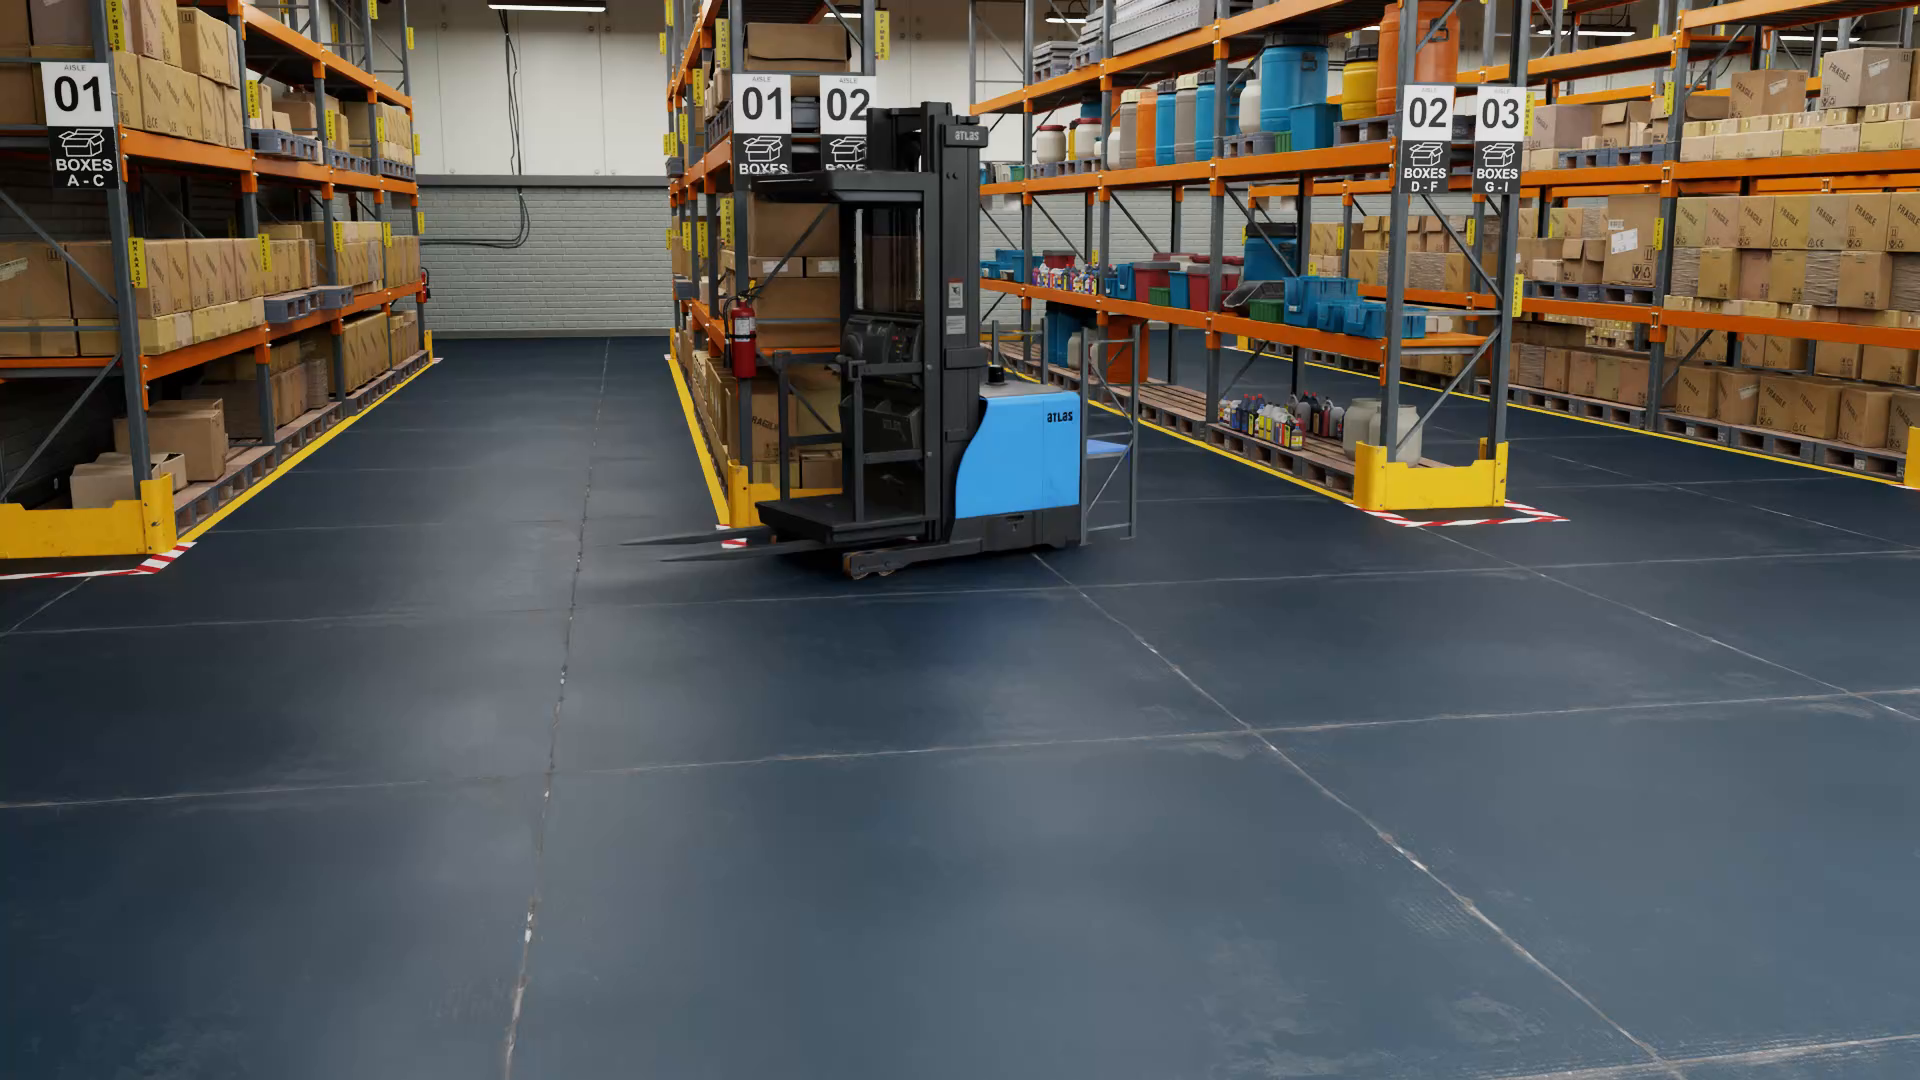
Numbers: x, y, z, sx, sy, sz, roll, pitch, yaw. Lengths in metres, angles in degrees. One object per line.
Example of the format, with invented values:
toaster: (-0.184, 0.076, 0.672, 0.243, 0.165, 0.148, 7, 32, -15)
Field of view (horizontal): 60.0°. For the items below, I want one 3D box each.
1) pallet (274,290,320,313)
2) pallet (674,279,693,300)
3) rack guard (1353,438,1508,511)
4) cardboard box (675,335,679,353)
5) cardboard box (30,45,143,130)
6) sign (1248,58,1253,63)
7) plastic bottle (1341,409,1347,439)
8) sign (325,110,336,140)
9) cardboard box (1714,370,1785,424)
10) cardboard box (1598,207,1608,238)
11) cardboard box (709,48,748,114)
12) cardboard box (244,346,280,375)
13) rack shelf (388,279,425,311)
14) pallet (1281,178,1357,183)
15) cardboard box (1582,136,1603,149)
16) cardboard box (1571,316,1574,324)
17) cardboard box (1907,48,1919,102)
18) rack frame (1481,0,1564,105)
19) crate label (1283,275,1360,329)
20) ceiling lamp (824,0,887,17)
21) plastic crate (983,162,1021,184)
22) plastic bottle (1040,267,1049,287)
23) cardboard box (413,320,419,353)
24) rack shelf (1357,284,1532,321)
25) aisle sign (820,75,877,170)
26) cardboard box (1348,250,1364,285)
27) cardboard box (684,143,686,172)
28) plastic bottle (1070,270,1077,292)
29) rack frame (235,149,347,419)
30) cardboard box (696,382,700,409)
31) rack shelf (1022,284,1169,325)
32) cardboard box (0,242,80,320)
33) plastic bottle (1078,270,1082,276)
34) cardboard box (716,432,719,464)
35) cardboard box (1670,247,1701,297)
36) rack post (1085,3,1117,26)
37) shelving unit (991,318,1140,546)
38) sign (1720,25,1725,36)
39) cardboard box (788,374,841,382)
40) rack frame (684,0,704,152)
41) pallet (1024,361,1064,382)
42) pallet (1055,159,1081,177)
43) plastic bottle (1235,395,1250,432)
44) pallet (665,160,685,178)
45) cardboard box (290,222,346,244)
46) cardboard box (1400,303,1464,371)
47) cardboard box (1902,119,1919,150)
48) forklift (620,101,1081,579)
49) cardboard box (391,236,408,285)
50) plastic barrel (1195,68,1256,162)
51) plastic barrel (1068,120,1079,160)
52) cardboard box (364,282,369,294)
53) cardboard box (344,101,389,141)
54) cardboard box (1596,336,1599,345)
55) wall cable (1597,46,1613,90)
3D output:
pallet: (-7.079, -2.391, 16.747, 1.003, 0.211, 1.213, -2, 11, -11)
pallet: (-2.846, -3.055, 20.237, 1.213, 0.211, 1.003, -2, 11, -11)
rack guard: (3.709, -0.524, 13.111, 1.175, 0.500, 0.348, -2, 11, -11)
cardboard box: (-4.180, -3.066, 25.962, 0.500, 0.250, 0.500, -2, 11, -11)
cardboard box: (-5.768, -2.982, 10.998, 0.500, 0.500, 0.500, -2, 11, -10)
sign: (4.971, -8.319, 28.414, 0.100, 0.325, 0.005, -2, 11, -11)
plastic bottle: (3.597, -1.078, 15.456, 0.097, 0.271, 0.097, 0, 11, 0)
sign: (-6.971, -4.593, 18.402, 0.100, 0.325, 0.005, -2, 11, -11)
cardboard box: (8.007, -1.452, 16.865, 0.500, 0.500, 0.500, 1, 11, 7)
cardboard box: (10.717, -5.140, 26.941, 0.500, 0.500, 0.500, -2, 11, -13)
cardboard box: (-1.671, -3.786, 13.771, 0.797, 0.503, 0.637, -1, 11, -5)
cardboard box: (-7.080, -1.780, 16.527, 0.500, 0.250, 0.500, -2, 11, -13)
rack shelf: (-8.671, -3.593, 24.478, 1.077, 0.370, 4.000, -2, 11, -11)
pallet: (5.911, -5.924, 27.014, 1.003, 0.211, 1.213, -2, 11, -11)
cardboard box: (7.387, -4.559, 19.104, 0.380, 0.166, 0.250, -2, 11, -13)
cardboard box: (10.588, -3.722, 28.141, 0.380, 0.149, 0.250, -2, 11, -11)
cardboard box: (8.604, -4.116, 14.877, 0.500, 0.500, 0.500, -2, 11, -11)
rack frame: (7.072, -6.334, 20.907, 1.000, 3.000, 0.127, -2, 11, -11)
crate label: (3.146, -2.085, 14.532, 0.502, 0.435, 0.616, -2, 11, -11)
ceiling lamp: (-2.269, -10.892, 29.242, 2.000, 3.185, 0.800, -2, 11, -11)
plastic crate: (0.685, -5.827, 26.431, 0.504, 0.338, 0.767, -2, 11, -11)
plastic bottle: (1.223, -3.714, 23.516, 0.152, 0.276, 0.135, -2, 11, -11)
cardboard box: (-8.826, -3.167, 25.877, 0.700, 0.500, 0.500, -2, 11, -11)
rack shelf: (6.683, -3.400, 23.463, 1.077, 0.370, 4.000, -2, 11, -11)
aisle sign: (-0.777, -2.836, 11.622, 0.394, 0.787, 0.004, -2, 11, -11)
cardboard box: (6.138, -4.076, 24.822, 0.500, 0.500, 0.500, -2, 11, -11)
cardboard box: (-2.964, -4.818, 20.696, 0.910, 0.500, 0.500, -2, 11, -11)
plastic bottle: (1.494, -3.418, 21.942, 0.061, 0.283, 0.133, -2, 11, -11)
rack frame: (-7.504, -2.846, 18.629, 1.000, 3.000, 0.127, -2, 11, -11)
cardboard box: (-2.626, -1.589, 18.252, 0.500, 0.250, 0.500, -2, 11, -13)
rack shelf: (1.825, -3.220, 22.516, 1.077, 0.370, 4.000, -2, 11, -11)
cardboard box: (-6.248, -1.762, 11.276, 0.500, 0.500, 0.500, -2, 11, -12)
plastic bottle: (1.600, -3.457, 22.148, 0.061, 0.283, 0.133, -2, 11, -11)
cardboard box: (-1.787, -0.778, 13.991, 0.500, 0.250, 0.500, -2, 11, -11)
cardboard box: (7.877, -2.764, 17.131, 0.875, 0.500, 0.500, -2, 11, -11)
rack post: (1.966, -6.546, 20.645, 0.624, 0.289, 0.986, -2, 11, -11)
shelving unit: (0.735, -0.802, 11.896, 0.538, 1.500, 1.048, -8, 13, -35)
sign: (11.722, -7.787, 25.621, 0.100, 0.325, 0.005, -2, 11, -11)
cardboard box: (-1.185, -1.073, 13.538, 0.500, 0.500, 0.500, -2, 11, -11)
rack frame: (-2.646, -5.974, 19.018, 1.000, 3.000, 0.127, -2, 11, -11)
pallet: (1.545, -2.427, 23.886, 1.003, 0.211, 1.213, -2, 11, -11)
pallet: (1.908, -4.973, 22.284, 1.003, 0.211, 1.213, -2, 11, -11)
plastic bottle: (2.742, -1.225, 16.017, 0.144, 0.351, 0.185, -2, 11, -9)
pallet: (-3.366, -5.020, 22.529, 1.213, 0.211, 1.003, -2, 11, -11)
cardboard box: (-7.345, -3.518, 19.034, 0.500, 0.250, 0.500, -2, 11, -10)
cardboard box: (6.792, -2.840, 23.157, 1.225, 0.875, 0.875, -2, 11, -11)
cardboard box: (8.285, -3.399, 13.909, 0.500, 0.250, 0.500, -2, 11, -10)
forklift: (-0.685, -1.307, 10.724, 3.031, 2.935, 1.130, -7, 13, -33)
cardboard box: (-8.659, -4.095, 24.385, 0.980, 0.700, 0.700, -3, 11, -14)
plastic barrel: (2.680, -4.278, 16.789, 0.600, 0.901, 0.708, -2, 11, -11)
plastic barrel: (1.812, -5.553, 23.198, 0.600, 0.588, 0.600, 0, 11, 0)
cardboard box: (-7.769, -3.227, 21.245, 0.380, 0.149, 0.250, -2, 11, -11)
cardboard box: (-8.146, -5.745, 22.839, 0.500, 0.500, 0.500, -2, 11, -12)
cardboard box: (10.753, -3.297, 27.499, 0.380, 0.149, 0.250, -2, 11, -12)
wall cable: (13.854, -9.195, 35.937, 0.463, 3.000, 0.029, -2, 11, -11)
